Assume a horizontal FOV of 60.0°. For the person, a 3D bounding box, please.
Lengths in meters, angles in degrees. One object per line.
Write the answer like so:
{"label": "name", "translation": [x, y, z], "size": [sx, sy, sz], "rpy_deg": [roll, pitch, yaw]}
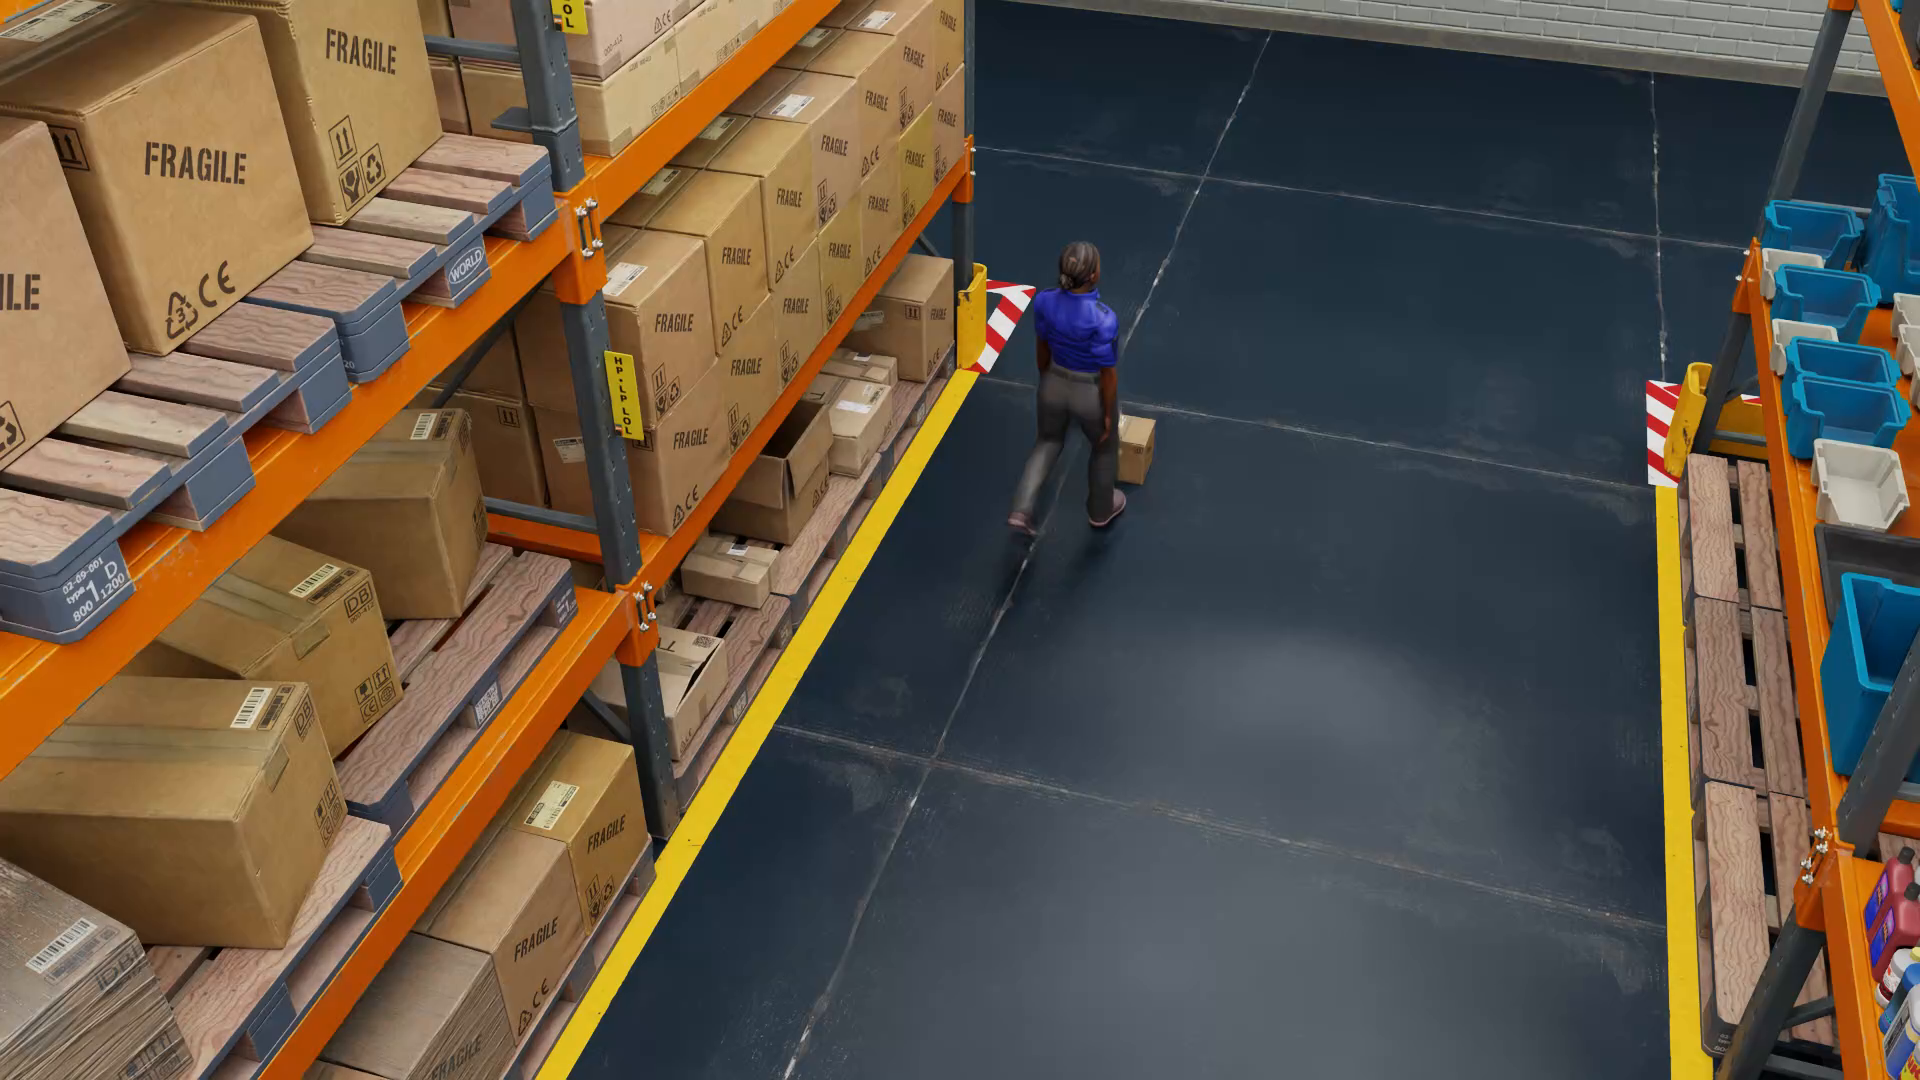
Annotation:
{"label": "person", "translation": [0.552, -0.691, 7.775], "size": [0.458, 1.625, 0.755], "rpy_deg": [19, 41, 23]}
